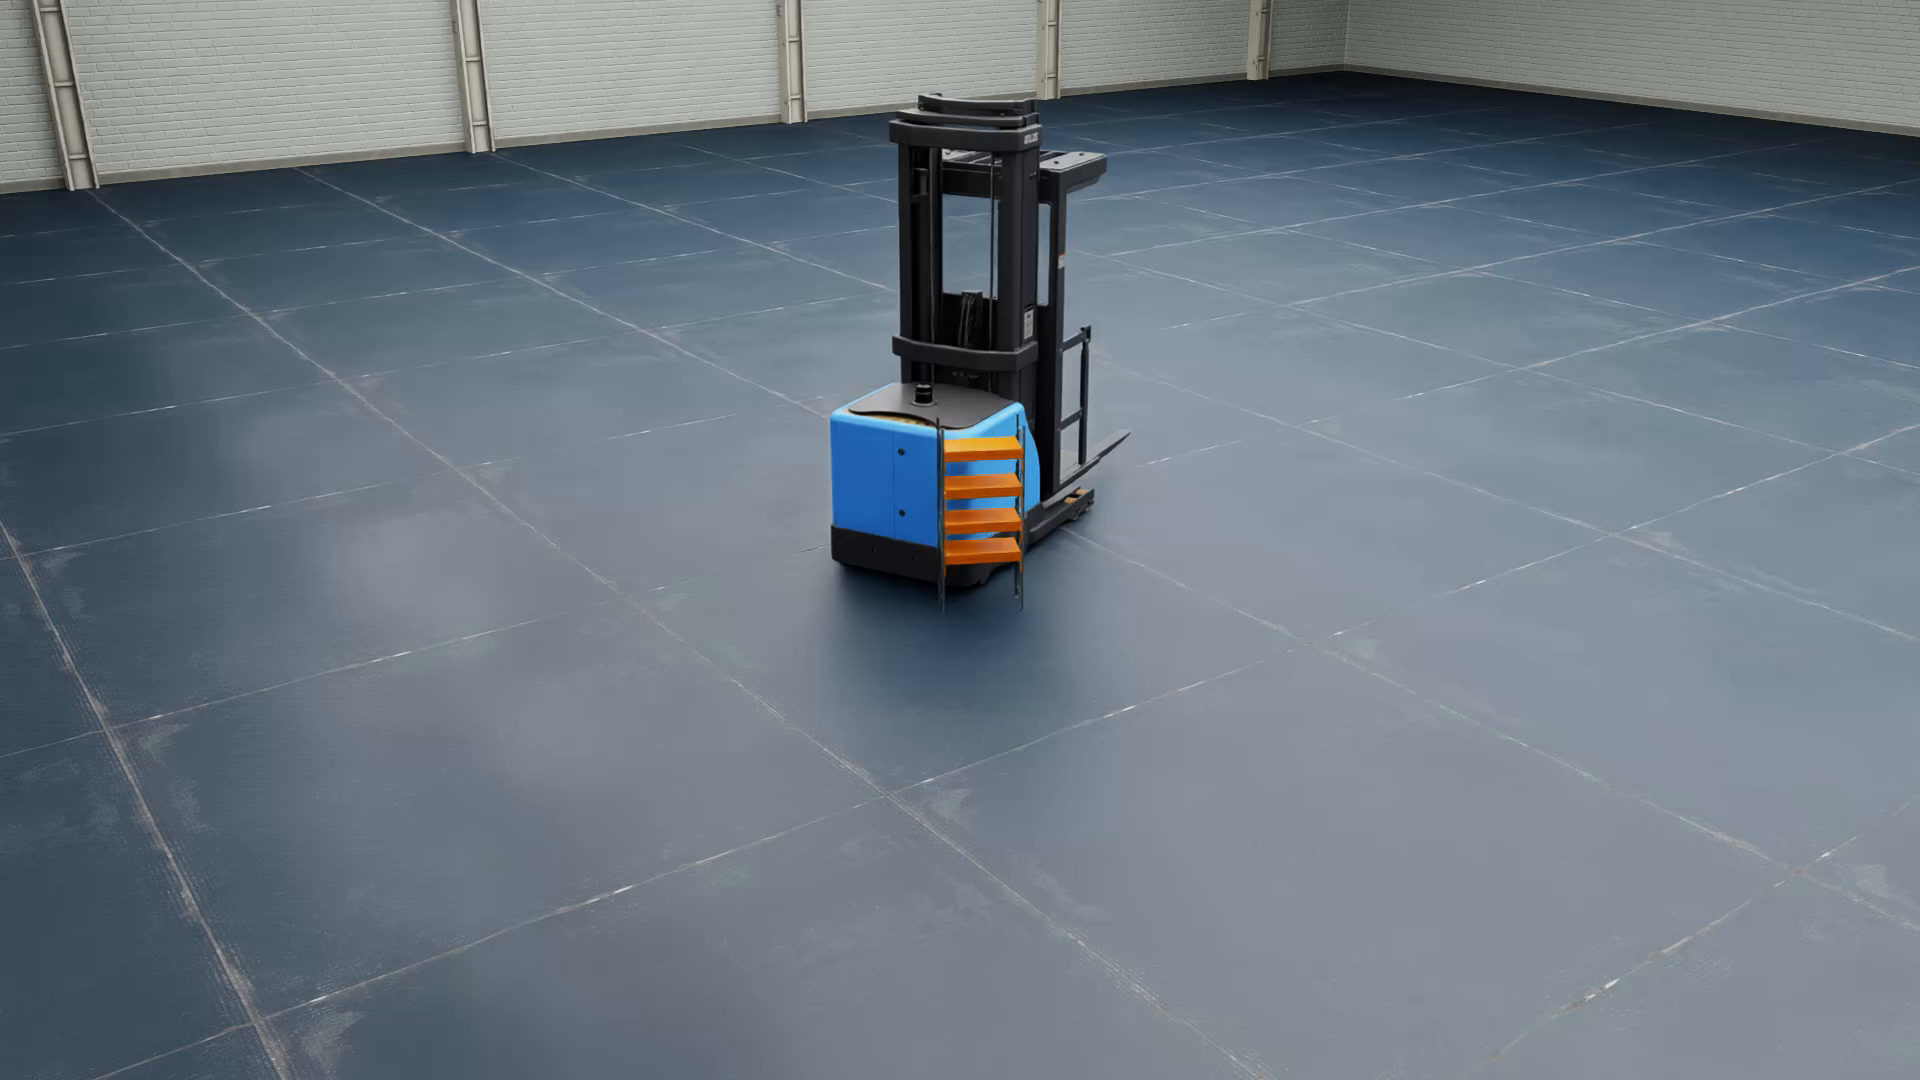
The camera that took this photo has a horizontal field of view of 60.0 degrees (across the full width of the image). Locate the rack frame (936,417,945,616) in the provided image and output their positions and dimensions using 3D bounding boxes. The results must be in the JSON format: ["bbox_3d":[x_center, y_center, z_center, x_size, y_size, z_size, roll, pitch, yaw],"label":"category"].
[{"bbox_3d":[-0.117,-0.137,10.119,0.015,1.200,0.240,-3,22,-8],"label":"rack frame"}]

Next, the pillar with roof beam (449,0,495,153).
[{"bbox_3d":[-5.430,-9.331,22.639,0.400,9.000,9.100,-15,26,-33],"label":"pillar with roof beam"}]

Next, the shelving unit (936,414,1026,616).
[{"bbox_3d":[0.125,-0.150,10.151,0.503,1.200,0.258,-3,22,-8],"label":"shelving unit"}]

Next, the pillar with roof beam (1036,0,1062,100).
[{"bbox_3d":[4.311,-11.929,29.148,0.400,9.000,9.100,-15,26,-33],"label":"pillar with roof beam"}]

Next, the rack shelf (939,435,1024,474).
[{"bbox_3d":[0.124,-0.516,10.008,0.480,0.148,0.258,-3,22,-8],"label":"rack shelf"}]

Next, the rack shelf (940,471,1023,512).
[{"bbox_3d":[0.125,-0.296,10.094,0.480,0.148,0.258,-3,22,-8],"label":"rack shelf"}]

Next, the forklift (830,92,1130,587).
[{"bbox_3d":[0.305,-1.569,11.372,1.130,2.935,3.031,11,24,26],"label":"forklift"}]

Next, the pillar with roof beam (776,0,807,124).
[{"bbox_3d":[-0.559,-10.630,25.893,0.400,9.000,9.100,-15,26,-33],"label":"pillar with roof beam"}]

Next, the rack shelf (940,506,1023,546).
[{"bbox_3d":[0.125,-0.088,10.176,0.480,0.148,0.258,-3,22,-8],"label":"rack shelf"}]

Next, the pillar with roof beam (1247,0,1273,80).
[{"bbox_3d":[9.182,-13.227,32.403,0.400,9.000,9.100,-15,26,-33],"label":"pillar with roof beam"}]

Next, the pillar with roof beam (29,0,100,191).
[{"bbox_3d":[-10.300,-8.033,19.384,0.400,9.000,9.100,-15,26,-33],"label":"pillar with roof beam"}]

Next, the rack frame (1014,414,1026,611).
[{"bbox_3d":[0.366,-0.163,10.184,0.015,1.200,0.240,-3,22,-8],"label":"rack frame"}]

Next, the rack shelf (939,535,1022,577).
[{"bbox_3d":[0.125,0.097,10.248,0.480,0.148,0.258,-3,22,-8],"label":"rack shelf"}]
